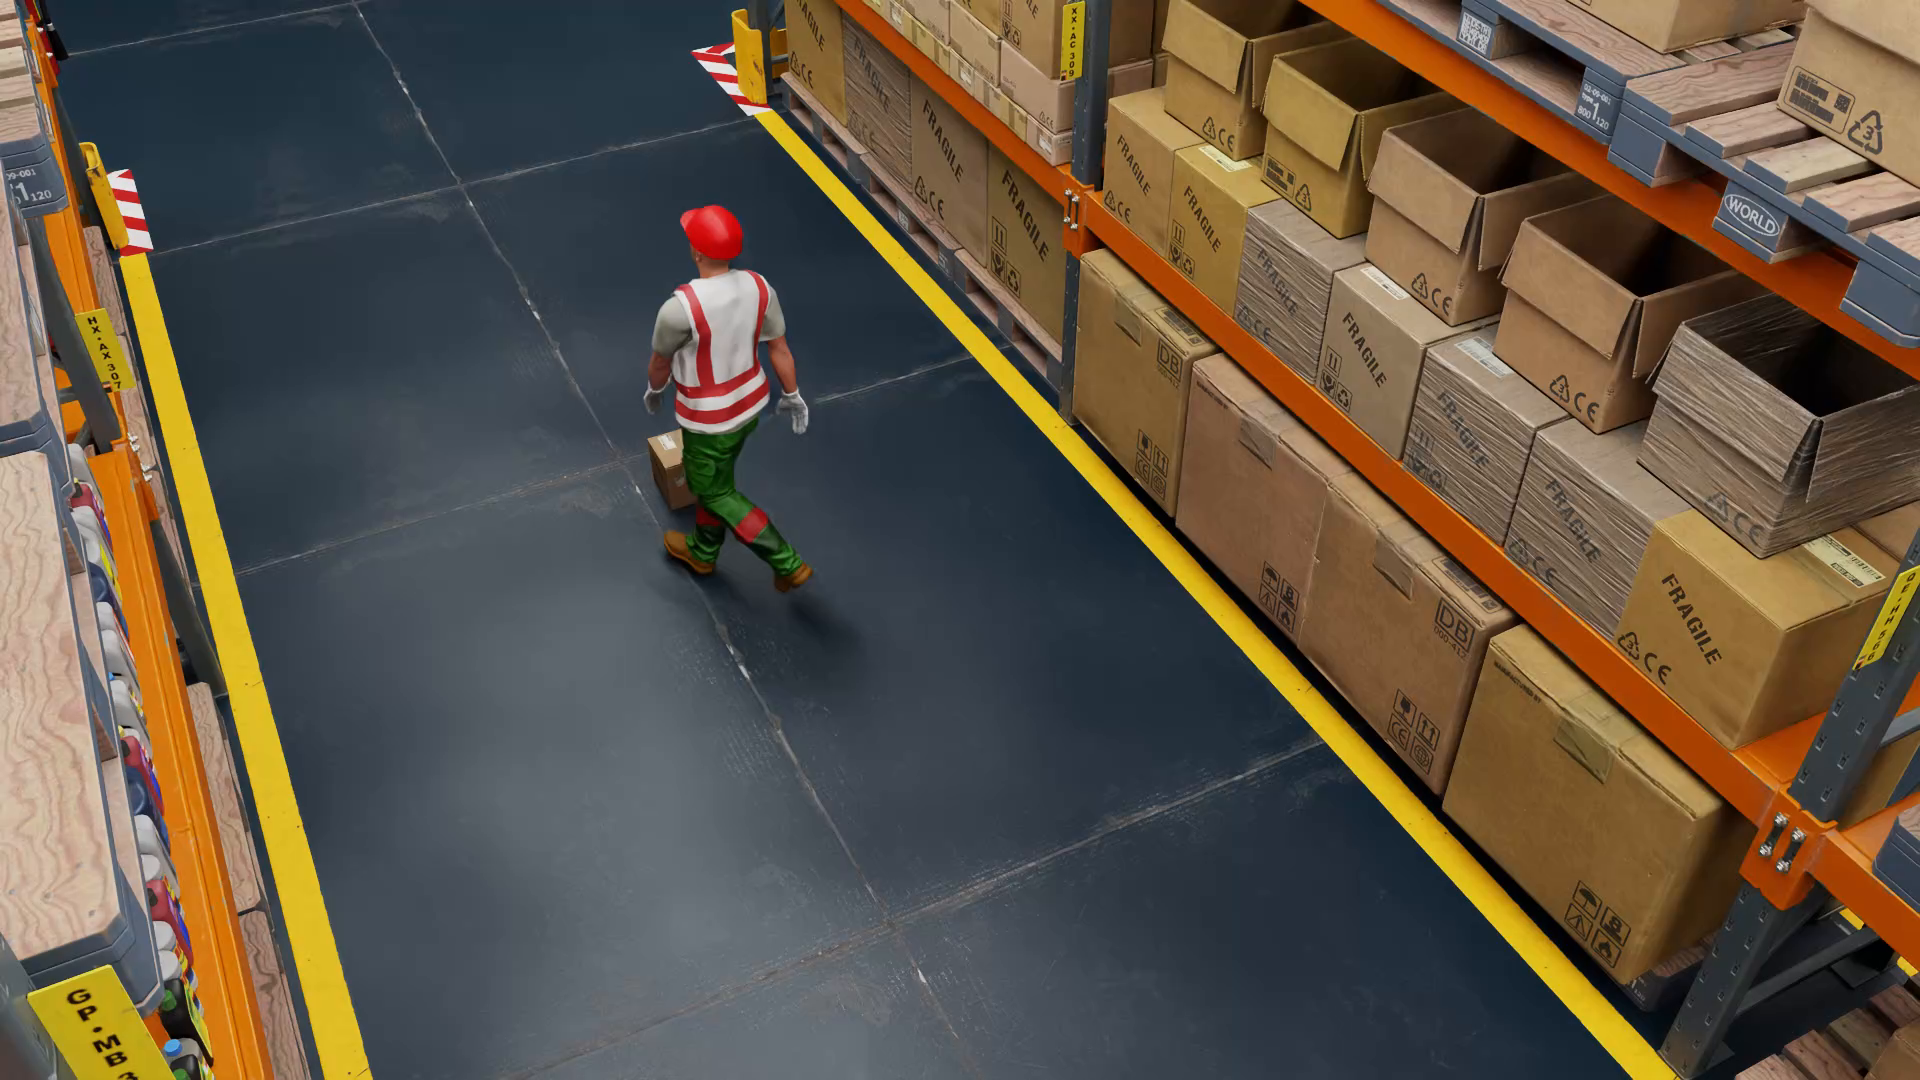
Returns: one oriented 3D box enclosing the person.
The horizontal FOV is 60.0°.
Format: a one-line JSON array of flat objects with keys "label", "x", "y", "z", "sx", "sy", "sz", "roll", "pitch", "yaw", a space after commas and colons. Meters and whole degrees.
[{"label": "person", "x": -0.906, "y": -0.536, "z": 6.762, "sx": 0.851, "sy": 1.761, "sz": 0.543, "roll": 27, "pitch": 48, "yaw": 27}]
